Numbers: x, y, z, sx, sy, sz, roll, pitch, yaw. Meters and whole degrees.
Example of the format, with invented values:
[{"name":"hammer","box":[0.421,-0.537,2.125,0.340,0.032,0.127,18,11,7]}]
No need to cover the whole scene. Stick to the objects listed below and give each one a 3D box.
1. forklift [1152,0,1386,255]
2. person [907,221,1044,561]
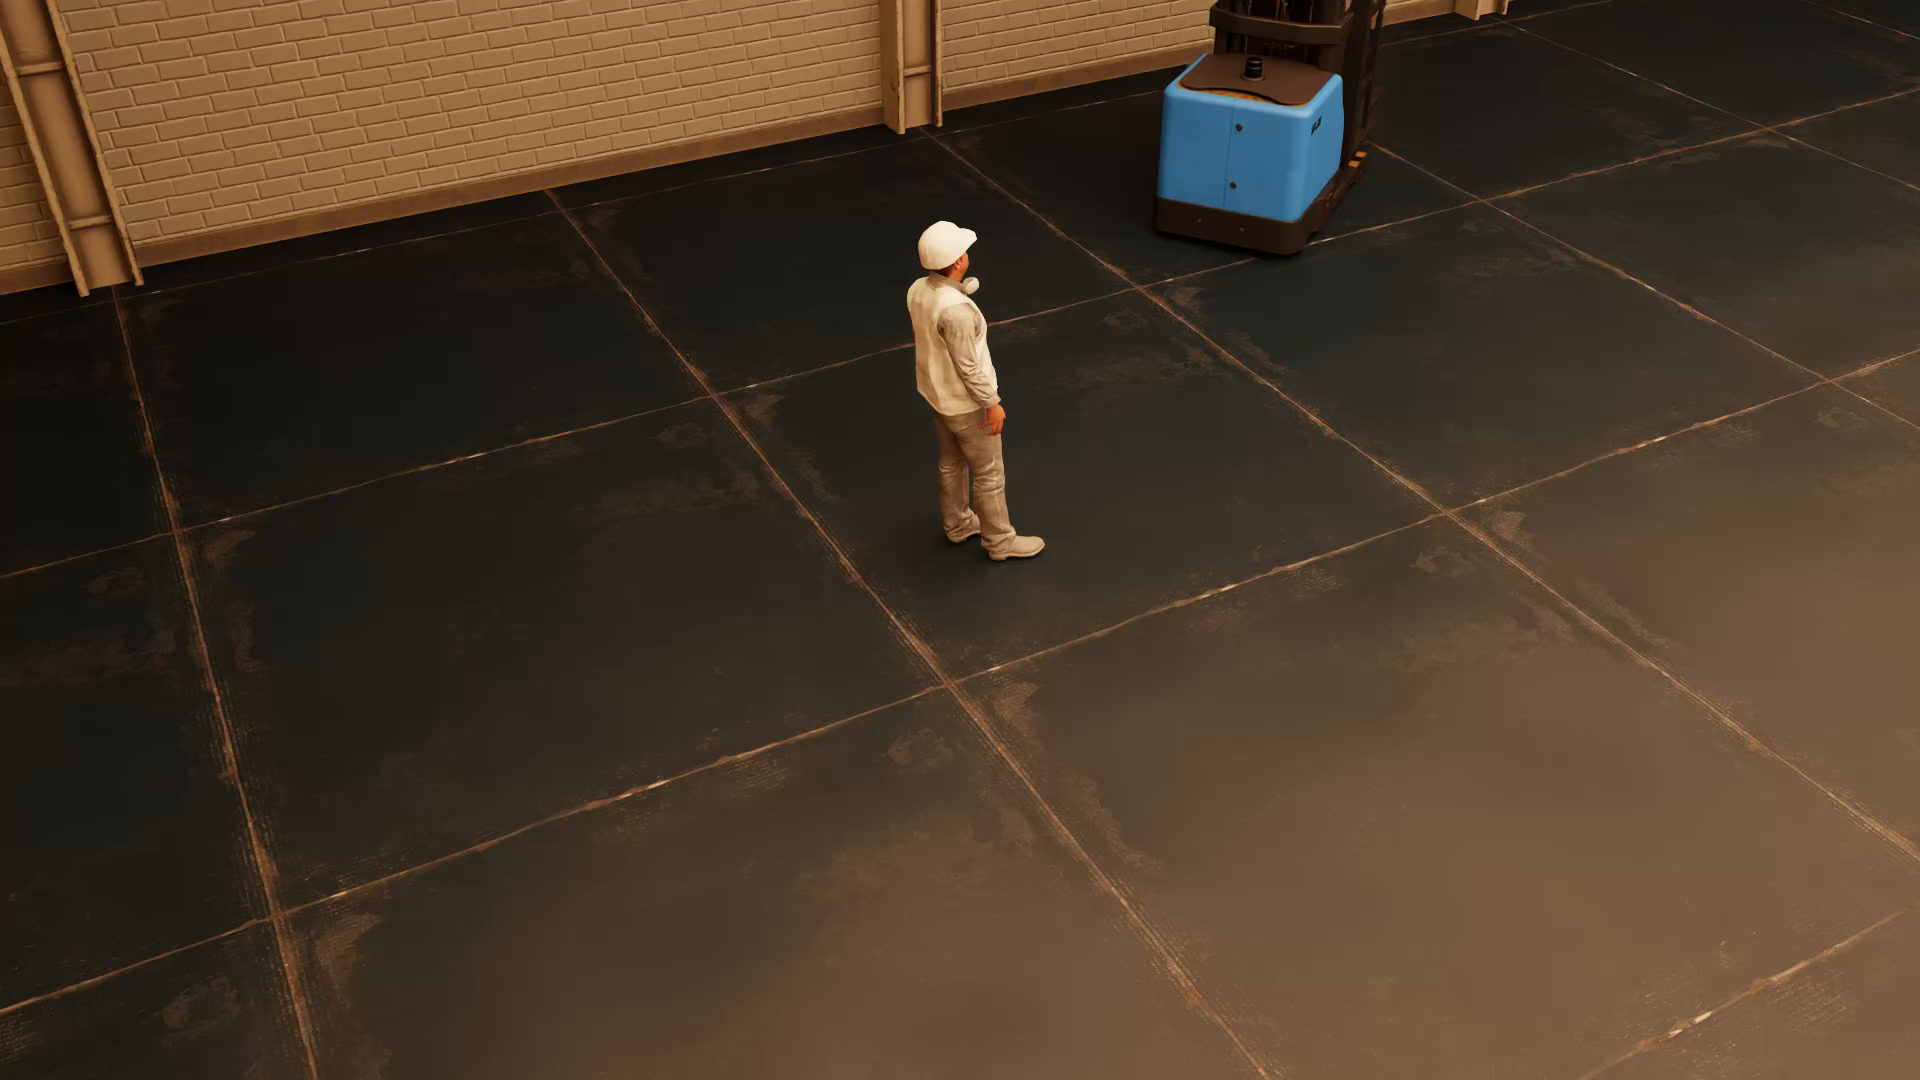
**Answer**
[{"name":"forklift","box":[2.450,-3.967,11.735,1.130,2.935,3.031,16,38,21]},{"name":"person","box":[0.061,-0.744,8.164,0.564,1.773,0.632,-17,39,-23]}]
